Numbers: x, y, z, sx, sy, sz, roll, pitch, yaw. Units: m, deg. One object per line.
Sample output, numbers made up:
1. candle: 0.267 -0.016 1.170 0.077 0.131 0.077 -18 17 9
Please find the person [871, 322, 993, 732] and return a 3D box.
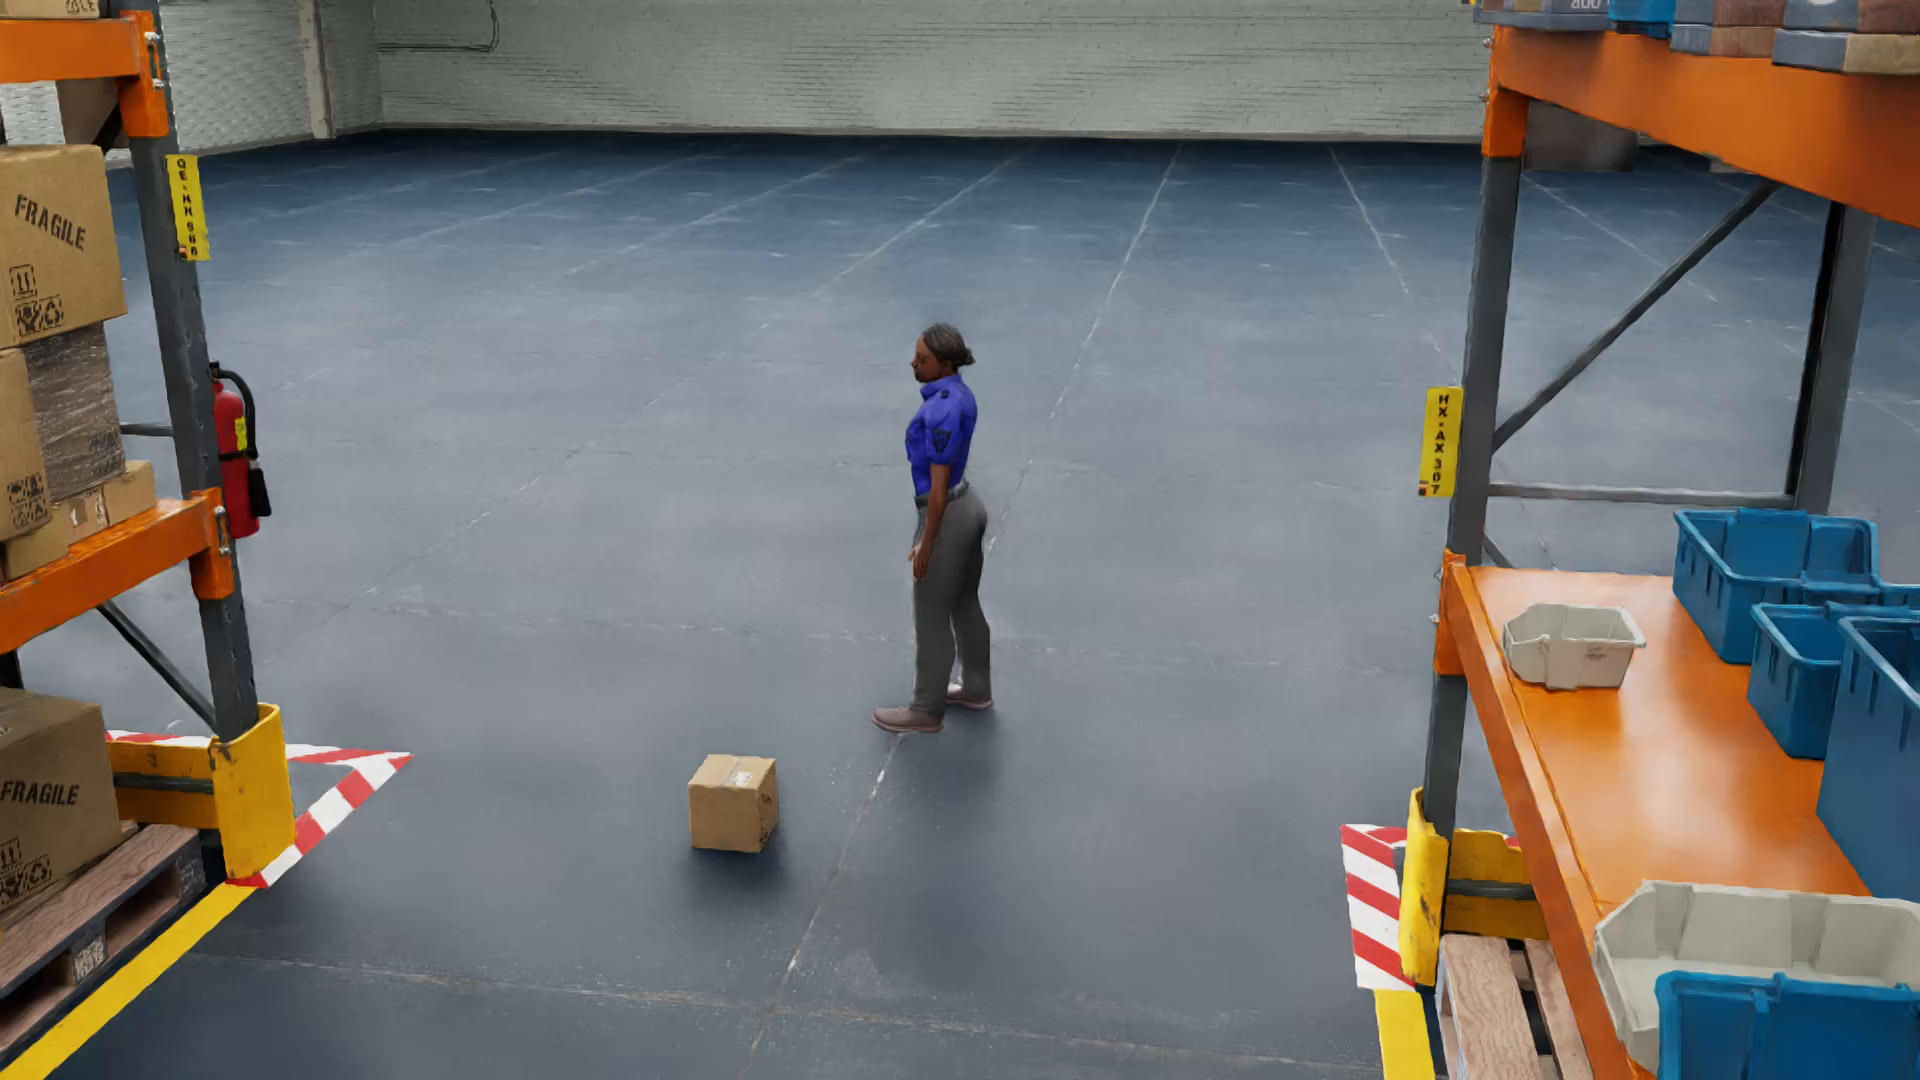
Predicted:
1. person: -0.107 -0.053 6.670 0.451 1.660 0.527 3 18 10
